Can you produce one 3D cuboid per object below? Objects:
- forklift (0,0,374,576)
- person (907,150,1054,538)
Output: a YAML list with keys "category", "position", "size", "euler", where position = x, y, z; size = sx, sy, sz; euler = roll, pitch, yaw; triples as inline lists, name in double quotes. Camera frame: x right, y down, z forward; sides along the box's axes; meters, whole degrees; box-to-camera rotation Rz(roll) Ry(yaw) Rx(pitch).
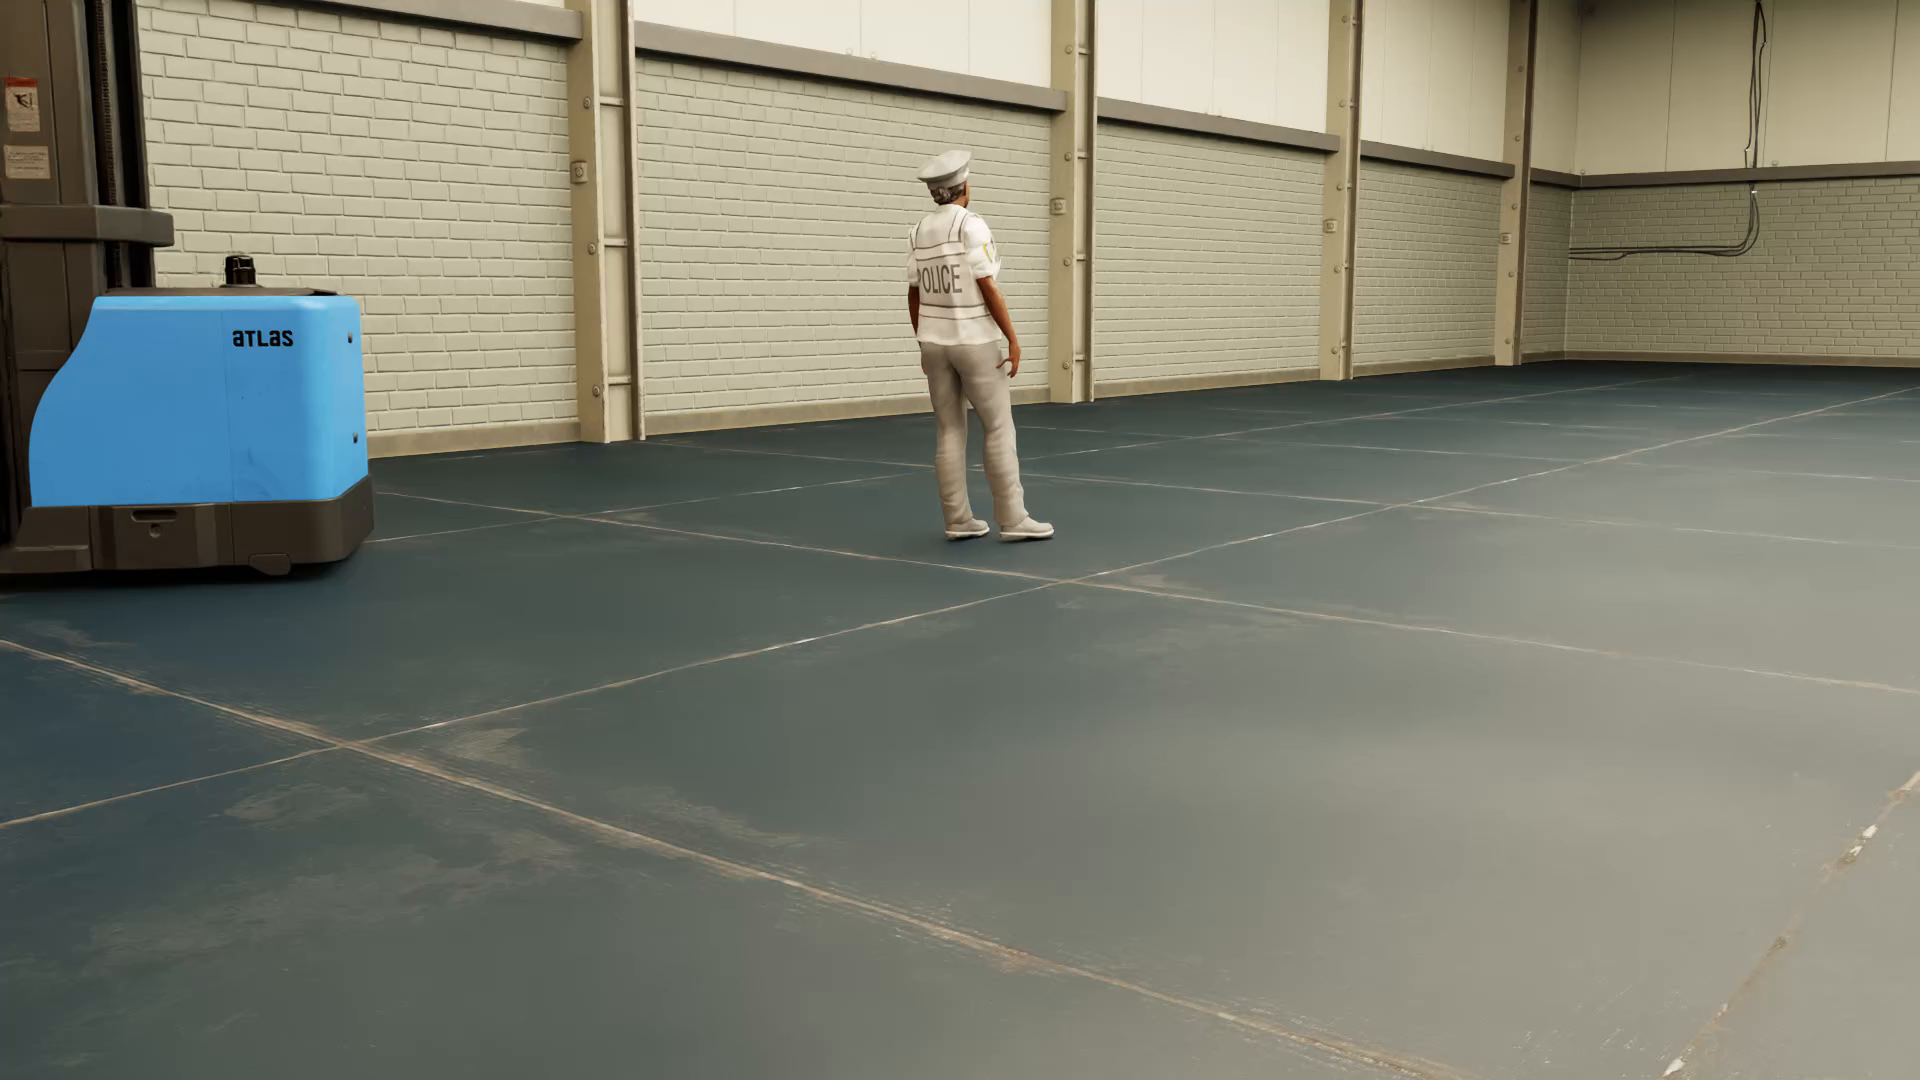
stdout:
- category: "forklift"
  position: [-3.945, -1.322, 6.318]
  size: [3.031, 2.935, 1.130]
  euler: [-2, 9, -12]
- category: "person"
  position: [0.063, -0.852, 7.327]
  size: [0.569, 1.695, 0.528]
  euler: [7, 11, 38]
